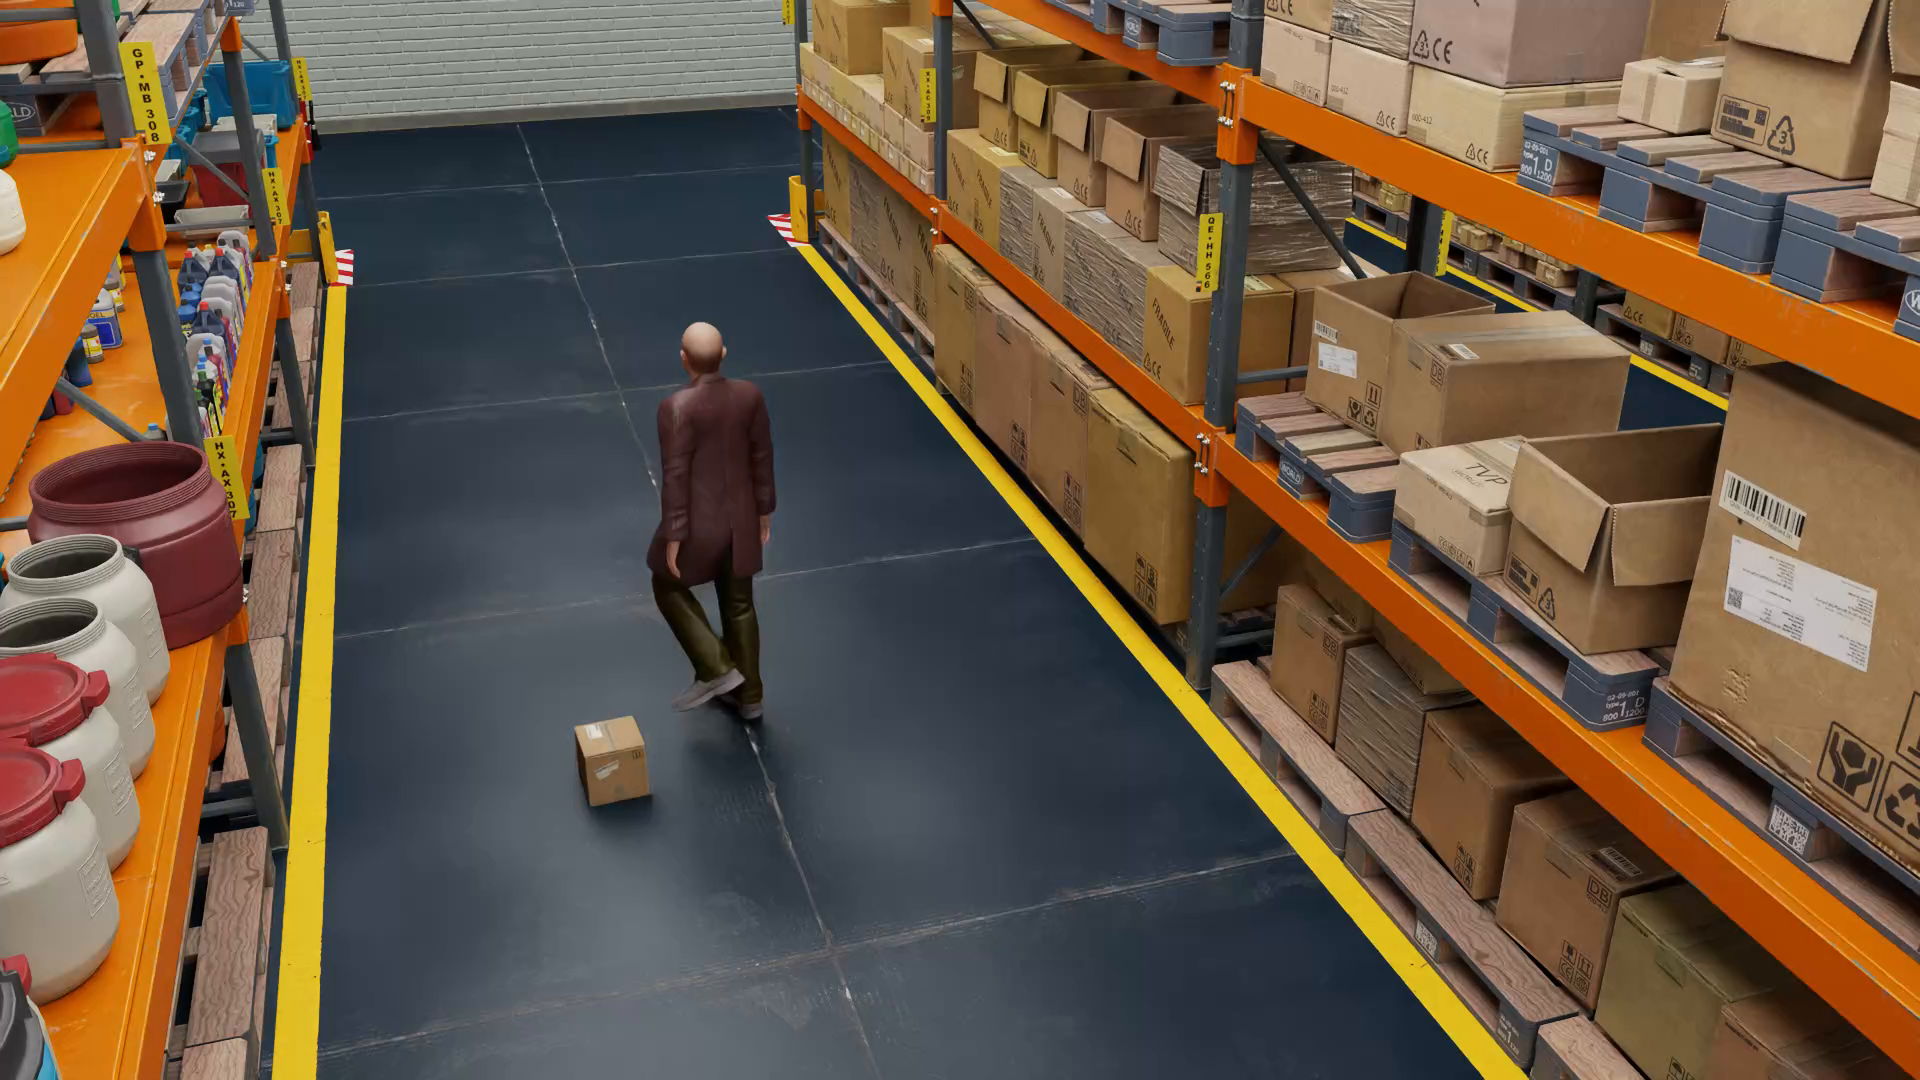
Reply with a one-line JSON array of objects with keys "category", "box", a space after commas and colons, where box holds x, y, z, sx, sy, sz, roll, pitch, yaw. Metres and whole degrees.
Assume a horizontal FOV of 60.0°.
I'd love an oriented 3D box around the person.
[{"category": "person", "box": [-1.064, -0.073, 7.238, 0.621, 1.768, 0.512, -20, 32, -35]}]
